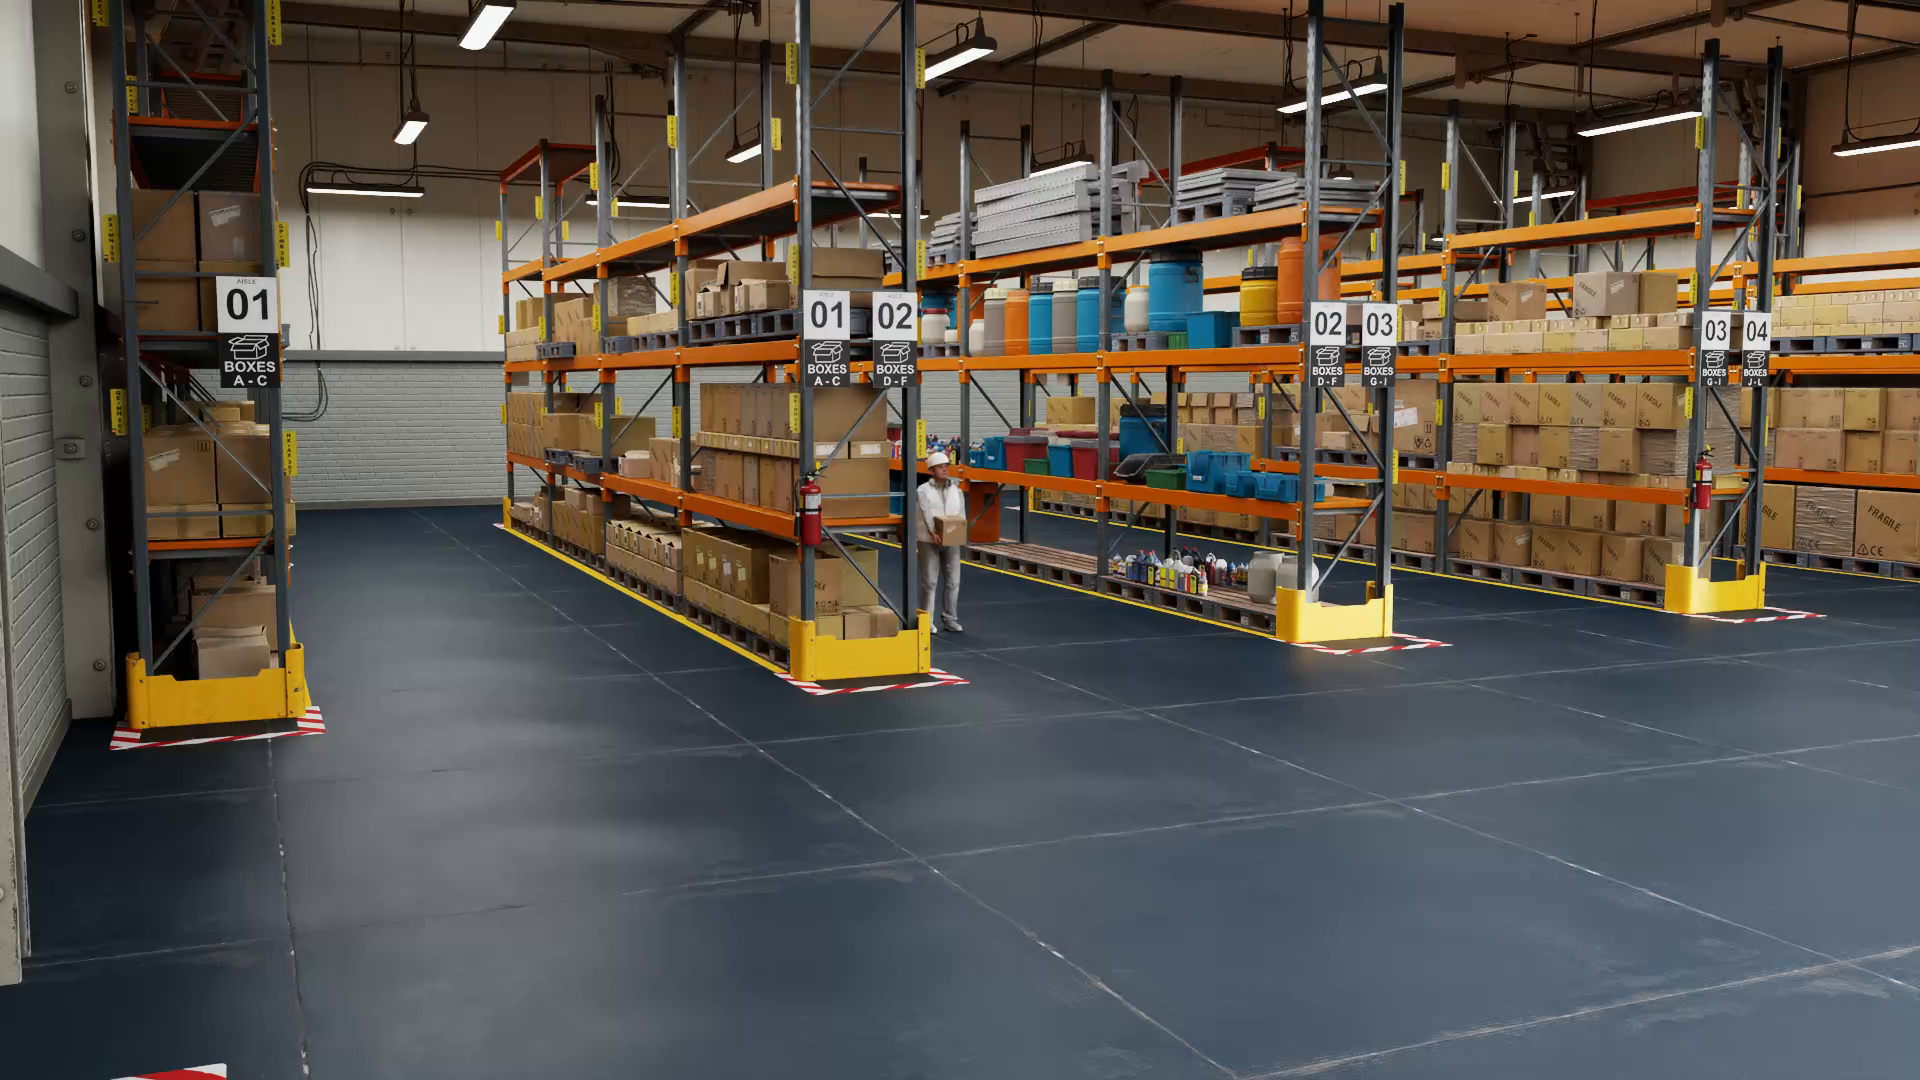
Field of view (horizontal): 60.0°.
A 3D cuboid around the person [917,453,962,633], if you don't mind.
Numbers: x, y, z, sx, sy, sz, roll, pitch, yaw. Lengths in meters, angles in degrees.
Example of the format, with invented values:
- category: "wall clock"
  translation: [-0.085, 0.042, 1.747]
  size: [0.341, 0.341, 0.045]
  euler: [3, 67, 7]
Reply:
- category: "person"
  translation: [-0.202, 0.023, 16.416]
  size: [0.446, 1.762, 0.388]
  euler: [-2, 6, -23]
